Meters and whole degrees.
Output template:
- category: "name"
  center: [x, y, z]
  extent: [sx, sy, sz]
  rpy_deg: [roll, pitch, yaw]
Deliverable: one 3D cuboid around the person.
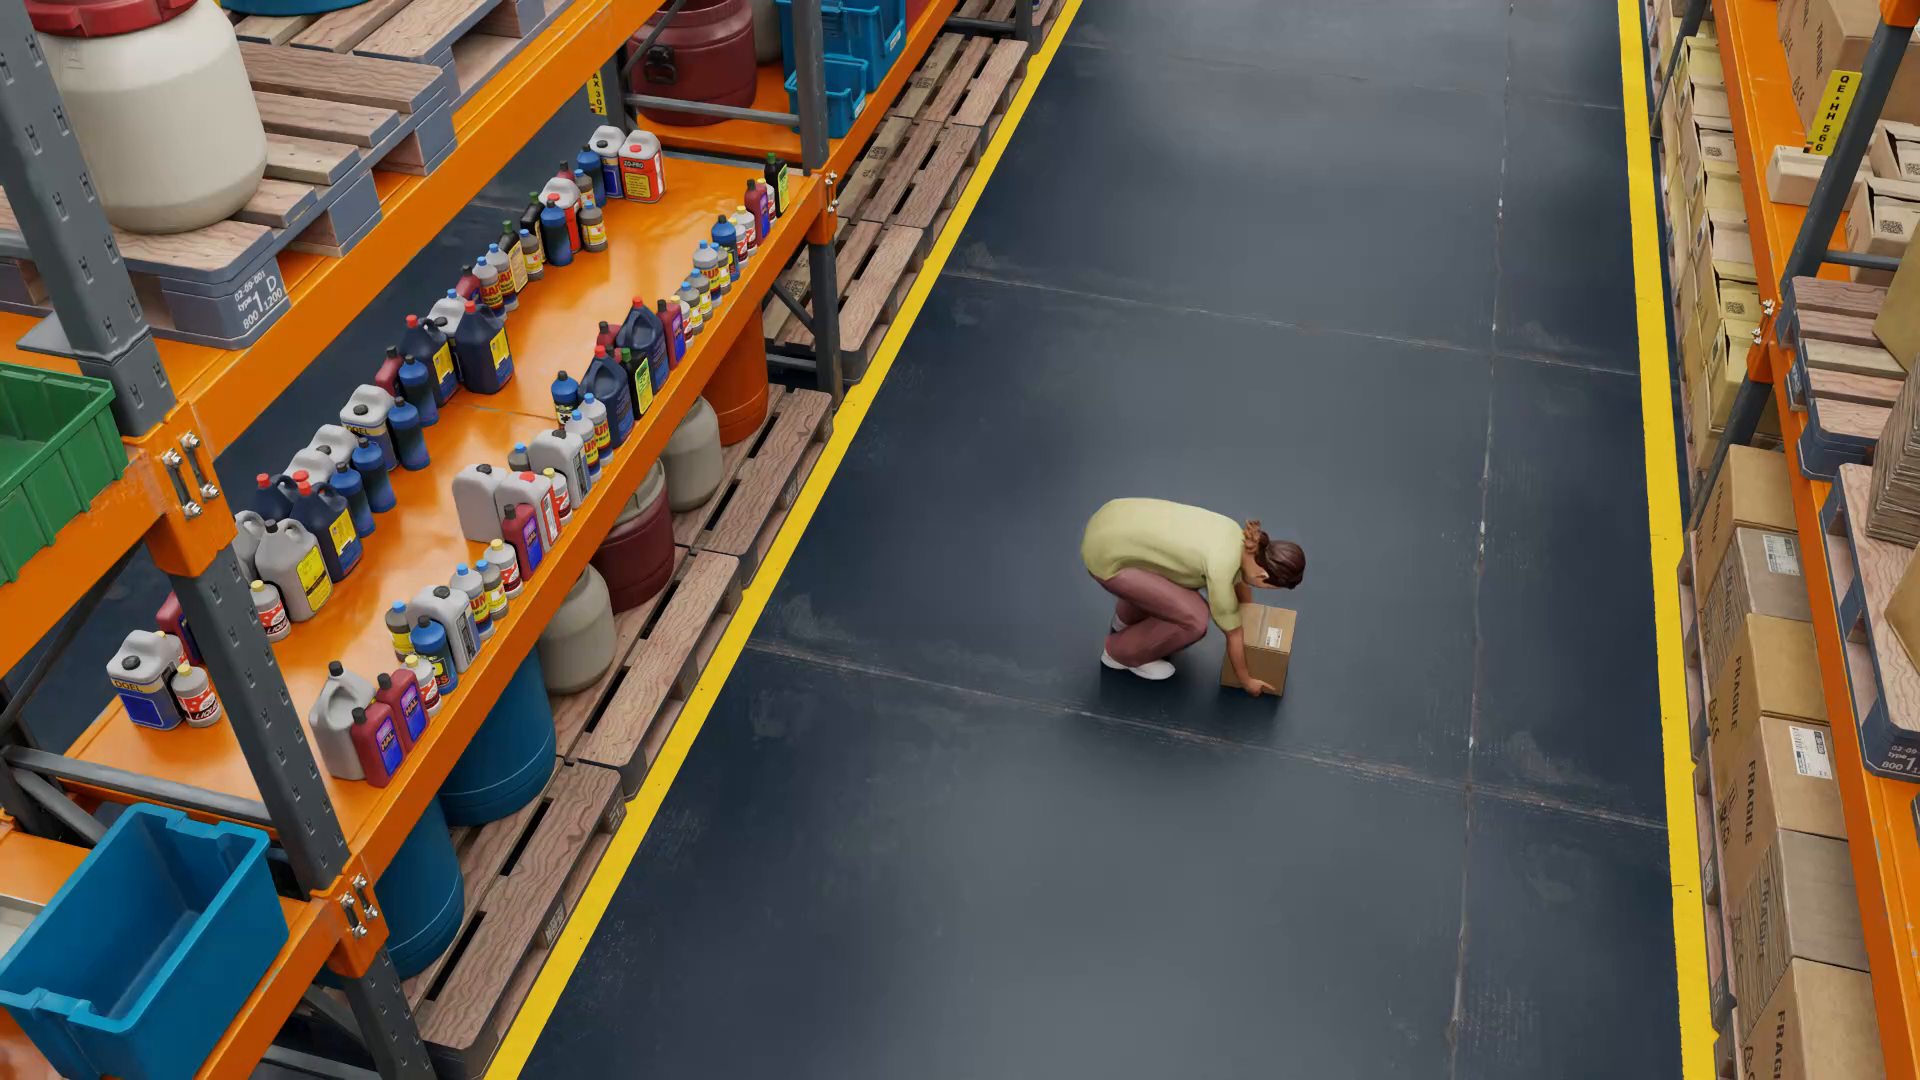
- category: "person"
  center: [0.912, 0.216, 6.660]
  extent: [0.866, 0.731, 0.465]
  rpy_deg: [9, 42, 10]
